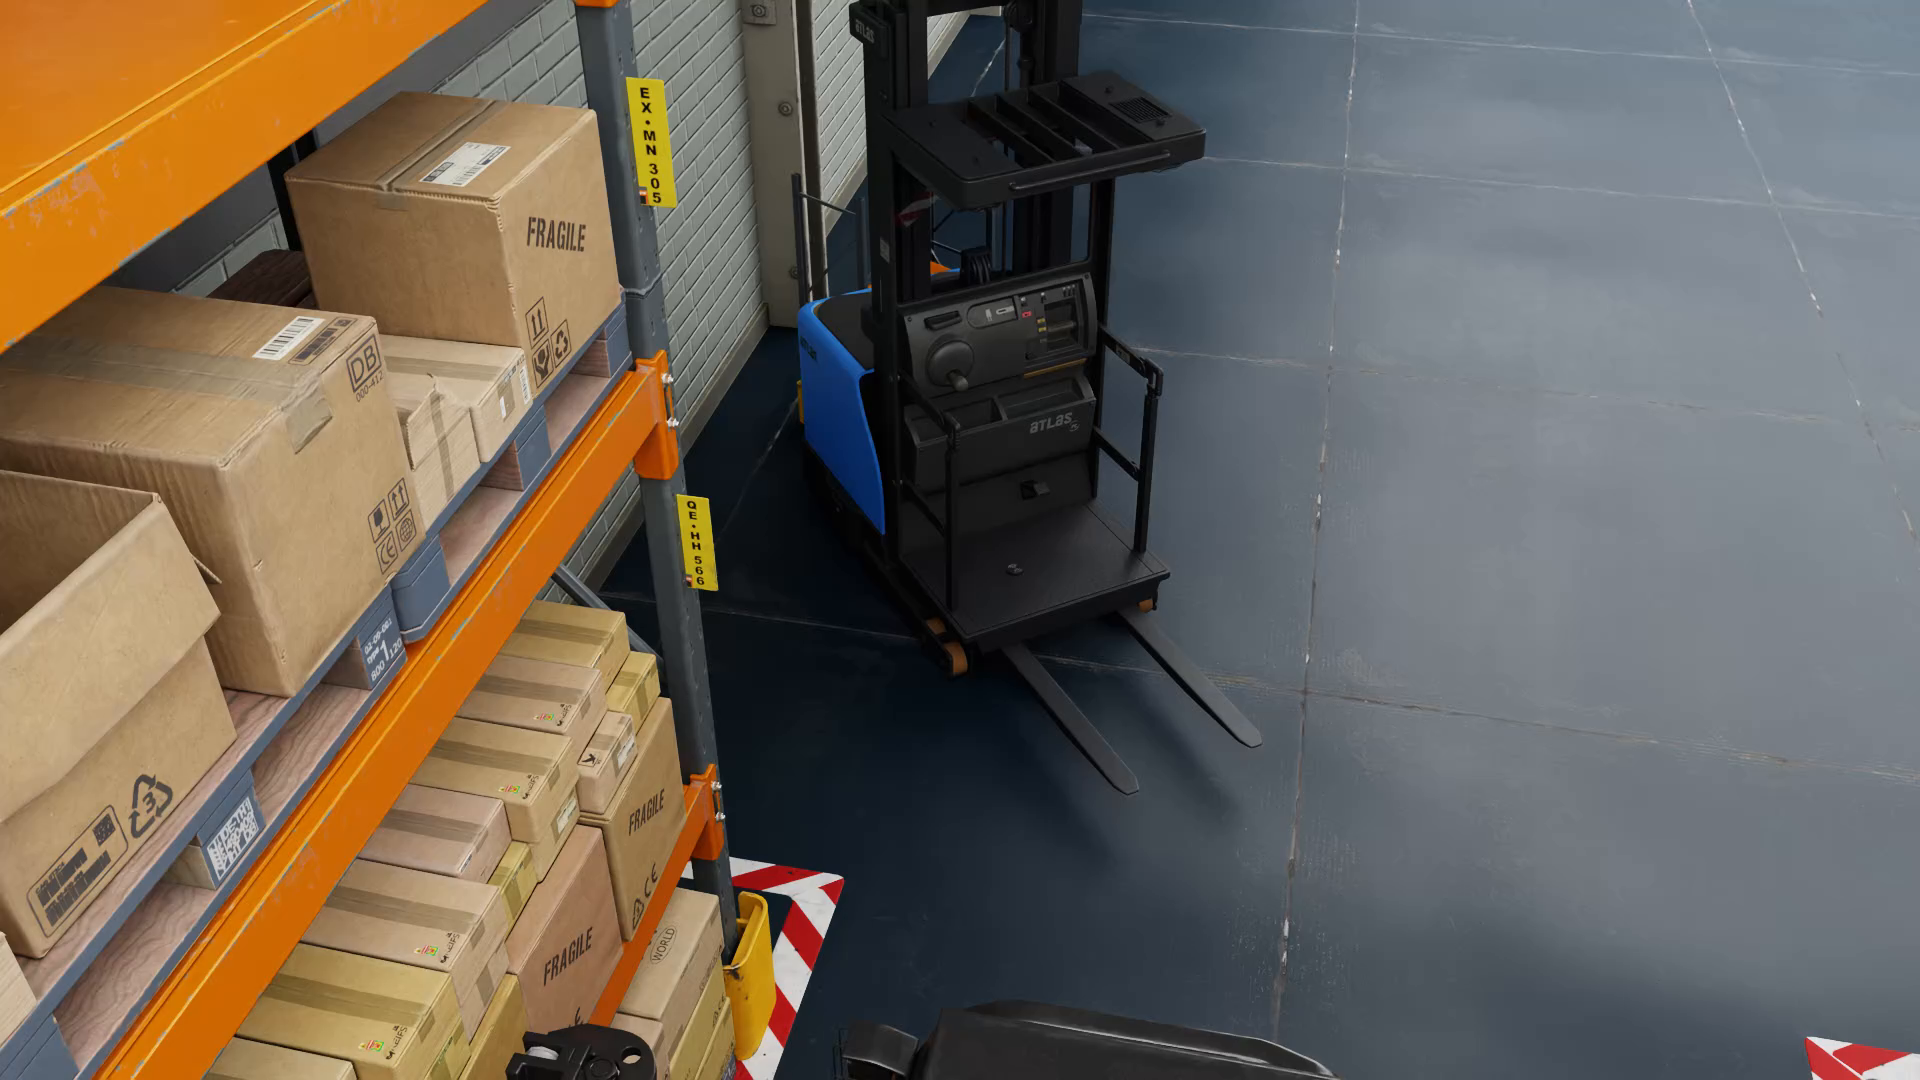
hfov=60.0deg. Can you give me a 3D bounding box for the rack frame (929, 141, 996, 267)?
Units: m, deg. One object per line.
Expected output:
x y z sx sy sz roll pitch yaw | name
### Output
-0.004 -1.640 9.504 0.500 1.500 0.032 27 44 32 | rack frame

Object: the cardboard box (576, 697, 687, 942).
-1.130 0.774 4.812 0.500 0.500 0.500 7 36 9 | cardboard box

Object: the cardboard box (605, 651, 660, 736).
-1.082 0.430 4.733 0.380 0.149 0.250 8 37 11 | cardboard box

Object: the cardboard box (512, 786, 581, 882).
-1.223 0.721 4.331 0.380 0.149 0.250 8 37 11 | cardboard box

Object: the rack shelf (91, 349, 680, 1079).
-1.709 0.722 3.024 1.077 0.370 4.000 7 37 10 | rack shelf

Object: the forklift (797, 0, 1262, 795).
0.286 -0.857 7.205 1.130 2.935 3.031 -17 39 -22 | forklift

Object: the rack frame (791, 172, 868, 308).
-0.673 -1.190 8.885 0.500 1.500 0.032 27 44 32 | rack frame

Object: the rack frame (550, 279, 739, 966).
-1.281 0.499 5.276 1.000 3.000 0.127 7 37 10 | rack frame

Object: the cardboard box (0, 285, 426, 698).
-1.454 -0.108 3.028 0.700 0.500 0.500 8 37 10 | cardboard box

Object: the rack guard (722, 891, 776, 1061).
-1.276 1.497 6.028 1.175 0.500 0.348 7 37 10 | rack guard

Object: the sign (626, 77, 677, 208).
-0.754 -0.966 4.054 0.100 0.325 0.005 7 37 10 | sign

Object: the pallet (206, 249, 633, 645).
-1.458 -0.278 3.866 1.003 0.211 1.213 7 37 10 | pallet

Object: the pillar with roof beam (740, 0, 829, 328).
3.177 -4.544 7.122 9.100 9.000 0.400 7 37 10 | pillar with roof beam

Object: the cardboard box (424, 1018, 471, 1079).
-1.332 1.168 3.714 0.380 0.149 0.250 8 37 10 | cardboard box

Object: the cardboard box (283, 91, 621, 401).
-1.138 -0.682 3.821 0.500 0.500 0.500 8 37 11 | cardboard box

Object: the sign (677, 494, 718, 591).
-0.754 0.010 4.761 0.100 0.325 0.005 7 37 10 | sign

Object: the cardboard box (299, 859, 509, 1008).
-1.277 0.903 3.827 0.380 0.149 0.250 8 37 11 | cardboard box

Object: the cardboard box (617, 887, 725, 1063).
-1.075 1.341 5.248 0.500 0.250 0.500 8 37 12 | cardboard box

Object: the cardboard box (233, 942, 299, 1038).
-1.851 1.298 4.088 0.500 0.500 0.500 7 37 10 | cardboard box

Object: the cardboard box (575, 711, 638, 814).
-1.107 0.580 4.526 0.380 0.149 0.250 8 37 11 | cardboard box

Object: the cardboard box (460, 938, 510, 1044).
-1.298 1.021 3.918 0.380 0.149 0.250 6 36 8 | cardboard box

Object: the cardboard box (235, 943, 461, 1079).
-1.327 1.051 3.622 0.380 0.149 0.250 8 37 11 | cardboard box

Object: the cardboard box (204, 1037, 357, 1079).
-1.474 1.187 3.434 0.380 0.149 0.250 8 37 11 | cardboard box

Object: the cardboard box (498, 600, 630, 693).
-1.152 0.307 4.649 0.380 0.149 0.250 7 37 10 | cardboard box

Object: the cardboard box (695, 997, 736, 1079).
-1.073 1.751 5.533 0.500 0.250 0.500 8 37 10 | cardboard box

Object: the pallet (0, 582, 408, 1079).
-1.716 0.424 2.899 1.003 0.211 1.213 7 37 10 | pallet

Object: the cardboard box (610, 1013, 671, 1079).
-1.178 1.634 4.843 0.500 0.250 0.500 8 37 11 | cardboard box

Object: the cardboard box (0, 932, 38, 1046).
-1.522 0.609 2.240 0.396 0.266 0.258 6 36 9 | cardboard box

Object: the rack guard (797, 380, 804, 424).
-0.672 -0.685 9.252 0.587 0.250 0.087 27 44 32 | rack guard

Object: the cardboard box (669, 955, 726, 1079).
-1.080 1.558 5.374 0.500 0.250 0.500 7 36 9 | cardboard box

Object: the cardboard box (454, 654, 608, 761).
-1.174 0.452 4.448 0.380 0.149 0.250 7 37 10 | cardboard box

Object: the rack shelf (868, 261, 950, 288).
-0.339 -1.269 9.300 0.538 0.185 1.000 27 44 32 | rack shelf

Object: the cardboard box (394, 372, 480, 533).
-1.216 -0.213 3.374 0.396 0.266 0.258 7 37 10 | cardboard box

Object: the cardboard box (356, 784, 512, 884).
-1.330 0.739 4.053 0.380 0.149 0.250 8 37 10 | cardboard box

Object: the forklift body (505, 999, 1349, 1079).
0.096 2.158 3.709 2.313 2.155 1.214 7 37 10 | forklift body

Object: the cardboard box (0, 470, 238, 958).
-1.617 0.222 2.571 0.797 0.503 0.637 8 37 11 | cardboard box

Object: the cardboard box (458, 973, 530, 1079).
-1.359 1.364 3.997 0.500 0.500 0.500 7 36 9 | cardboard box

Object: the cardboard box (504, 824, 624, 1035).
-1.250 1.070 4.403 0.500 0.500 0.500 8 37 11 | cardboard box

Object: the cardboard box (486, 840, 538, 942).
-1.287 0.862 4.137 0.380 0.149 0.250 7 37 10 | cardboard box

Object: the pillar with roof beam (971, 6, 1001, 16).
4.458 -7.984 11.868 9.100 9.000 0.400 7 37 10 | pillar with roof beam

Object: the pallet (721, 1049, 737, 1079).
-1.404 2.072 5.482 1.003 0.211 1.213 7 37 10 | pallet

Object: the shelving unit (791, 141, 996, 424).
-0.344 -1.411 9.189 0.587 1.500 1.083 27 44 32 | shelving unit

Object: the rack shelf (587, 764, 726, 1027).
-1.709 1.937 3.905 1.077 0.370 4.000 7 37 10 | rack shelf

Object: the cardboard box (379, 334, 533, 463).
-1.162 -0.311 3.609 0.380 0.149 0.250 6 36 9 | cardboard box

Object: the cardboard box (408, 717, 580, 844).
-1.204 0.606 4.237 0.380 0.149 0.250 8 37 11 | cardboard box

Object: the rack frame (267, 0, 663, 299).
-1.281 -1.930 3.515 1.000 3.000 0.127 7 37 10 | rack frame
